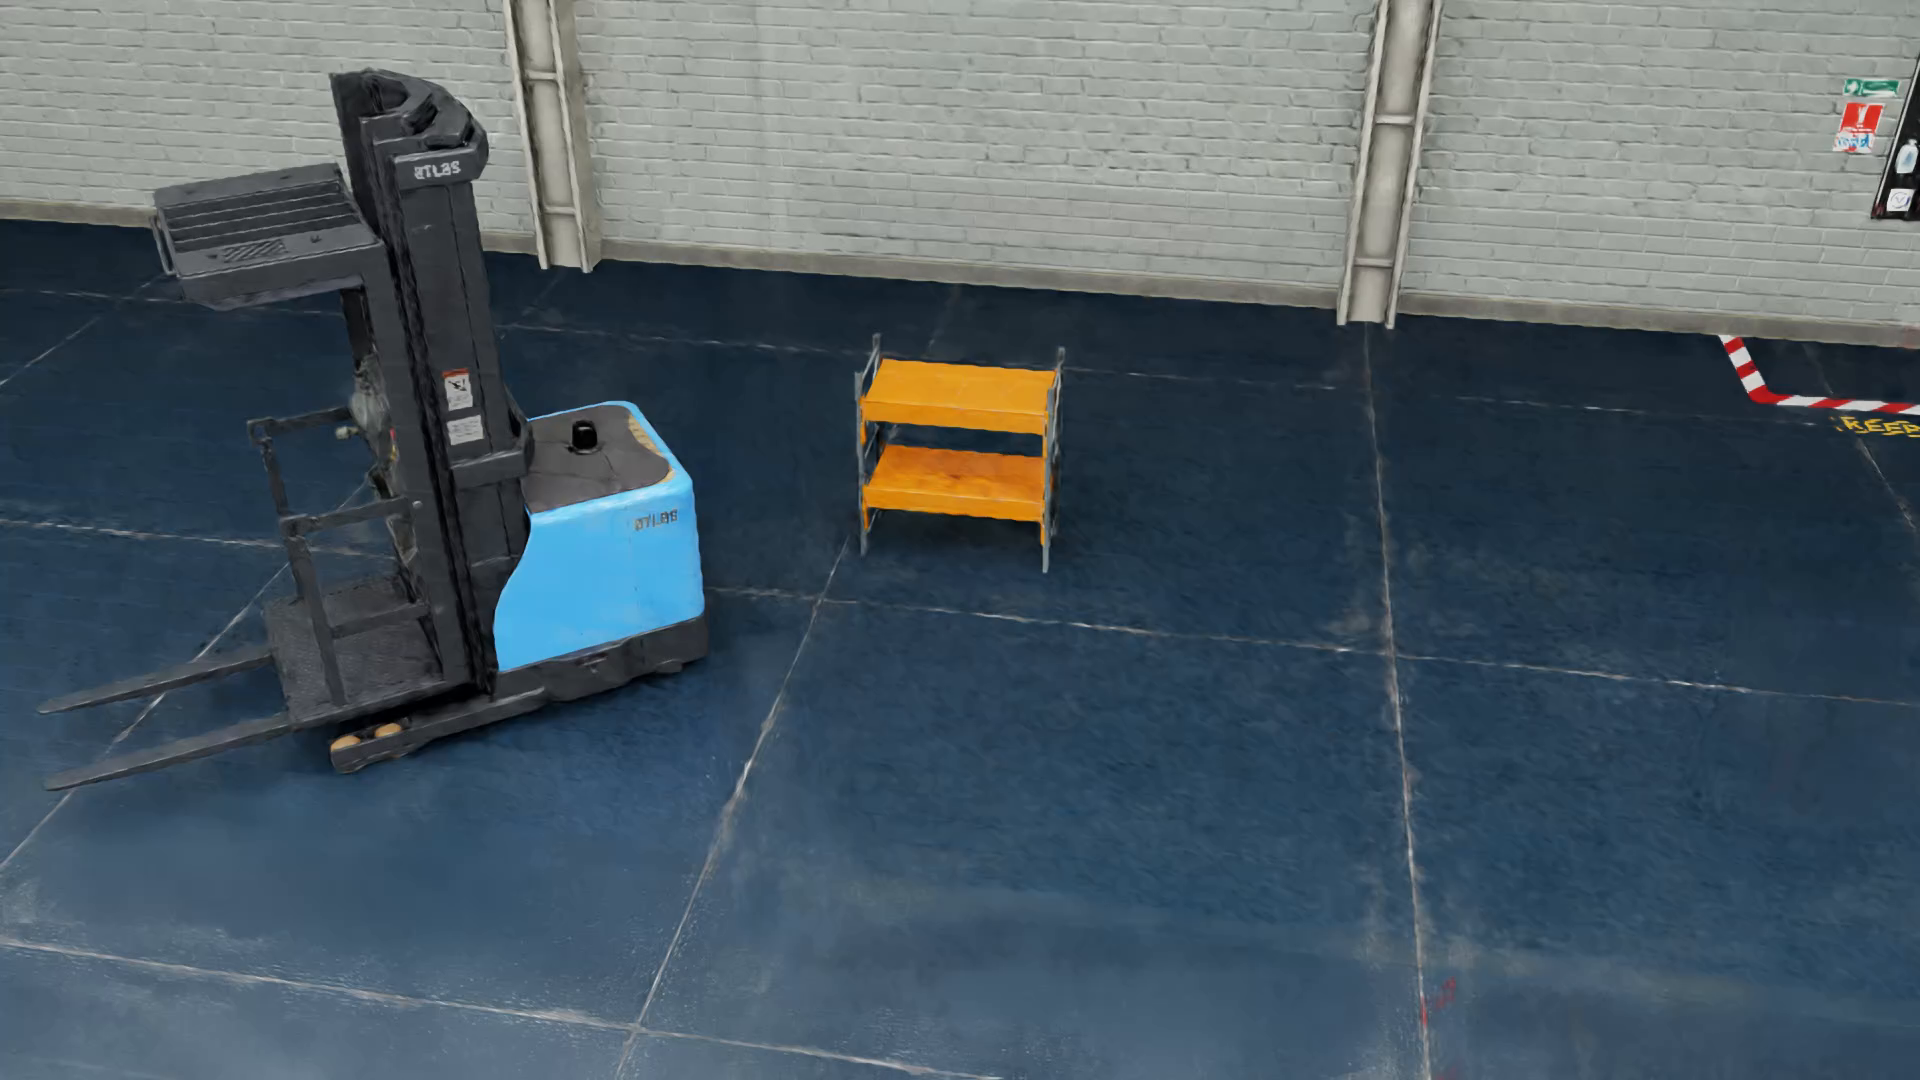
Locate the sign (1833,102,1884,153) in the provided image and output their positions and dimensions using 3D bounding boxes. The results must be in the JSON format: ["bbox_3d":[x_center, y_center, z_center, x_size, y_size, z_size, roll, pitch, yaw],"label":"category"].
[{"bbox_3d":[5.874,-2.698,10.873,0.234,0.329,0.001,5,32,8],"label":"sign"}]

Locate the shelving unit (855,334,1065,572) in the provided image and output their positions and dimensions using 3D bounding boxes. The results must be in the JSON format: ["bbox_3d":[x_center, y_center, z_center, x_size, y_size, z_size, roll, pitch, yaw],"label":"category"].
[{"bbox_3d":[0.007,-0.476,9.124,1.048,1.125,0.538,5,32,8],"label":"shelving unit"}]

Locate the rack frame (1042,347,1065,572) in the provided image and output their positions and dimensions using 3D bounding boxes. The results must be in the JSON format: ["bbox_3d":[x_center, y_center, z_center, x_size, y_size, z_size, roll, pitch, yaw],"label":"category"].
[{"bbox_3d":[0.508,-0.431,9.052,0.032,1.125,0.500,5,32,8],"label":"rack frame"}]

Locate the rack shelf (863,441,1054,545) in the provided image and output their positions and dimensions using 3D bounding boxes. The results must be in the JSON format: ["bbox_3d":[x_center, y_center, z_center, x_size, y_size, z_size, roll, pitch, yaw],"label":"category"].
[{"bbox_3d":[0.007,-0.269,9.254,1.000,0.278,0.538,5,32,8],"label":"rack shelf"}]

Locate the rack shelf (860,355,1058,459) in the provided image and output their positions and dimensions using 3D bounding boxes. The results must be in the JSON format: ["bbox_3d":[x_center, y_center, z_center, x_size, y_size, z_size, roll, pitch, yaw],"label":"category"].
[{"bbox_3d":[0.007,-0.724,8.969,1.000,0.278,0.538,5,32,8],"label":"rack shelf"}]

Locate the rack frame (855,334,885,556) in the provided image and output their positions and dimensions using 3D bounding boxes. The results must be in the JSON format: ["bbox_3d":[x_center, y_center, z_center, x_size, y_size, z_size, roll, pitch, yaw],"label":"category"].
[{"bbox_3d":[-0.494,-0.522,9.197,0.032,1.125,0.500,5,32,8],"label":"rack frame"}]

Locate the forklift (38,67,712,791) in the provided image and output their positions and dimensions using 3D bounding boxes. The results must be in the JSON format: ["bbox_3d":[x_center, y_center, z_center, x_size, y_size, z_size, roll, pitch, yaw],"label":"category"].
[{"bbox_3d":[-2.807,-0.487,7.440,3.031,2.935,1.130,-15,35,-23],"label":"forklift"}]

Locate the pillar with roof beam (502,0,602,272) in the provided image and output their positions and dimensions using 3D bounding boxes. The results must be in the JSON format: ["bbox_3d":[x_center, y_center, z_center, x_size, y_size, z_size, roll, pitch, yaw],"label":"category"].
[{"bbox_3d":[-3.722,-3.701,6.855,0.400,9.000,9.100,5,32,8],"label":"pillar with roof beam"}]

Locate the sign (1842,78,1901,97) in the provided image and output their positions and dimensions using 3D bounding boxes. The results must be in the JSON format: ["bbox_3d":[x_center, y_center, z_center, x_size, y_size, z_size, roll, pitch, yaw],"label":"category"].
[{"bbox_3d":[5.877,-2.917,10.724,0.331,0.109,0.001,5,32,8],"label":"sign"}]

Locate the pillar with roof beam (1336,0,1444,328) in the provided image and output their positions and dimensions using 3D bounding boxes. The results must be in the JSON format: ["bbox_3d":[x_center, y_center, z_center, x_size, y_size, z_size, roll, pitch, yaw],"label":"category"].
[{"bbox_3d":[2.192,-3.166,6.000,0.400,9.000,9.100,5,32,8],"label":"pillar with roof beam"}]

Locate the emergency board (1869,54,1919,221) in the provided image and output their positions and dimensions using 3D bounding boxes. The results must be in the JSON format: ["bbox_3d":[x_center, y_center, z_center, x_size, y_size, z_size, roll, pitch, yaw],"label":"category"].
[{"bbox_3d":[6.396,-2.589,10.734,0.626,1.169,0.157,5,32,8],"label":"emergency board"}]

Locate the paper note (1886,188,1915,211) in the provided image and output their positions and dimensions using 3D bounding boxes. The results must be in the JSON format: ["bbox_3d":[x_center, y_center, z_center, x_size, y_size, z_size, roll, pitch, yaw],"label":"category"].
[{"bbox_3d":[6.239,-2.258,11.034,0.142,0.148,0.016,5,32,8],"label":"paper note"}]
